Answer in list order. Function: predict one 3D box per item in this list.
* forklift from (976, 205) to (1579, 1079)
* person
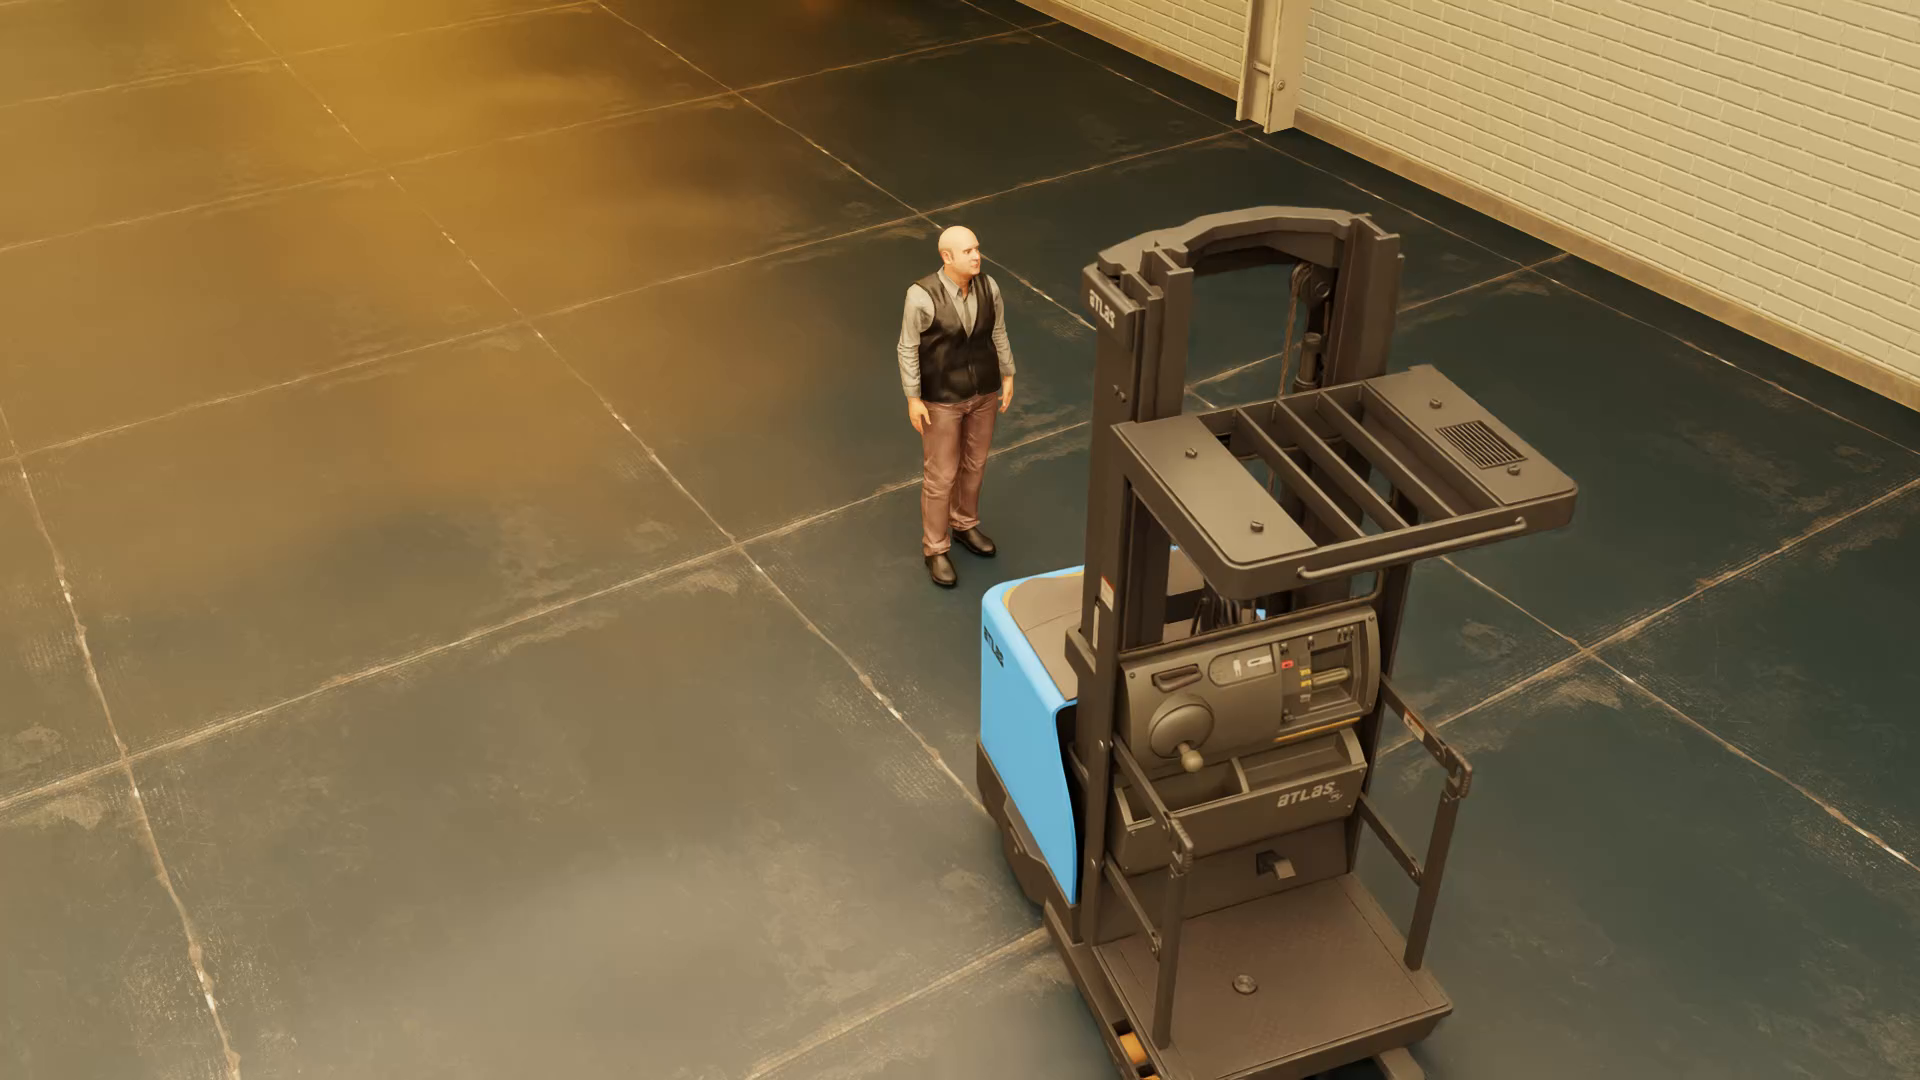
[{"bbox_3d":[1.051,0.563,5.347,1.130,2.935,3.031,-12,37,-16],"label":"forklift"},{"bbox_3d":[0.028,-0.677,8.152,0.633,1.722,0.566,-21,40,-27],"label":"person"}]
